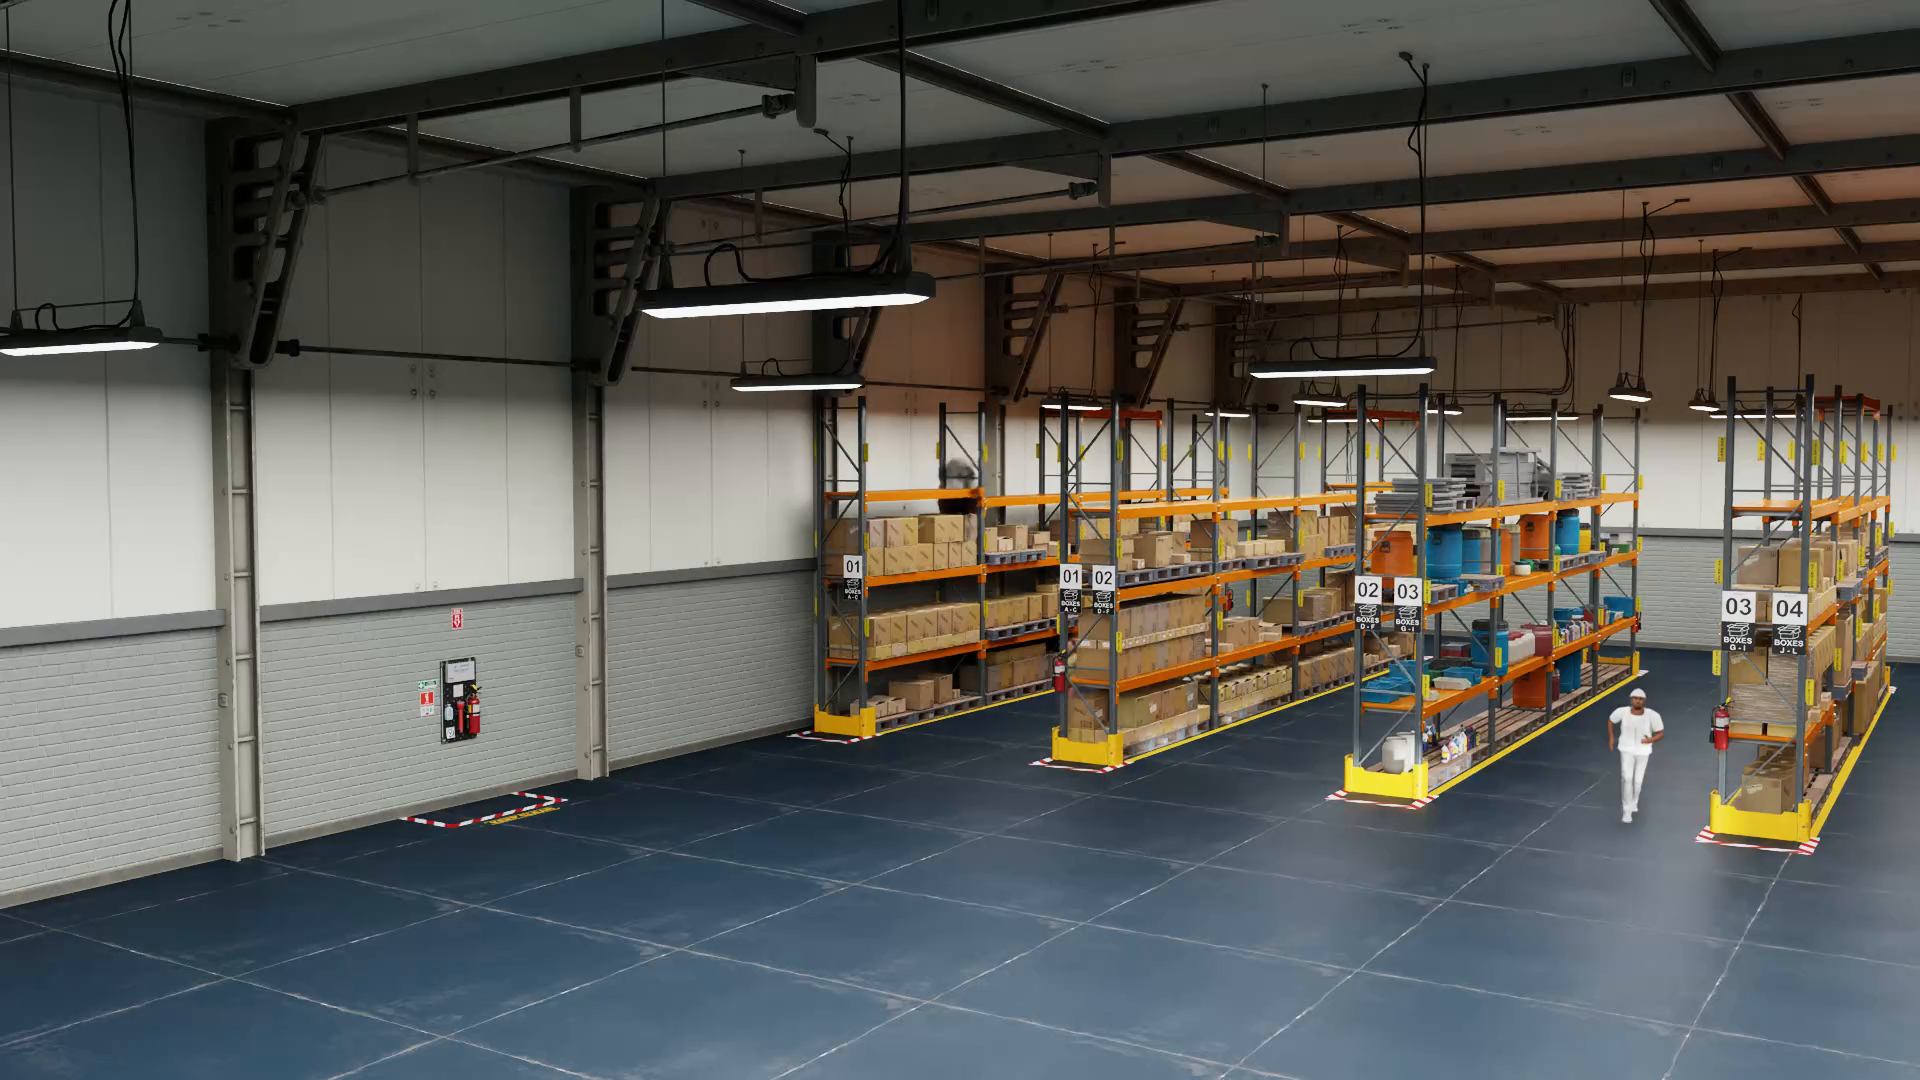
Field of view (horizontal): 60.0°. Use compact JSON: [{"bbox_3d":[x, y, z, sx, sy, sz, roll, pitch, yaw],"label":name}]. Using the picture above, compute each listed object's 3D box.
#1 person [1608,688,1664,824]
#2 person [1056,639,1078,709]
[{"bbox_3d":[9.253,2.934,22.769,0.691,1.826,0.824,1,3,17],"label":"person"},{"bbox_3d":[1.978,2.608,30.074,0.576,1.622,0.559,2,3,29],"label":"person"}]
